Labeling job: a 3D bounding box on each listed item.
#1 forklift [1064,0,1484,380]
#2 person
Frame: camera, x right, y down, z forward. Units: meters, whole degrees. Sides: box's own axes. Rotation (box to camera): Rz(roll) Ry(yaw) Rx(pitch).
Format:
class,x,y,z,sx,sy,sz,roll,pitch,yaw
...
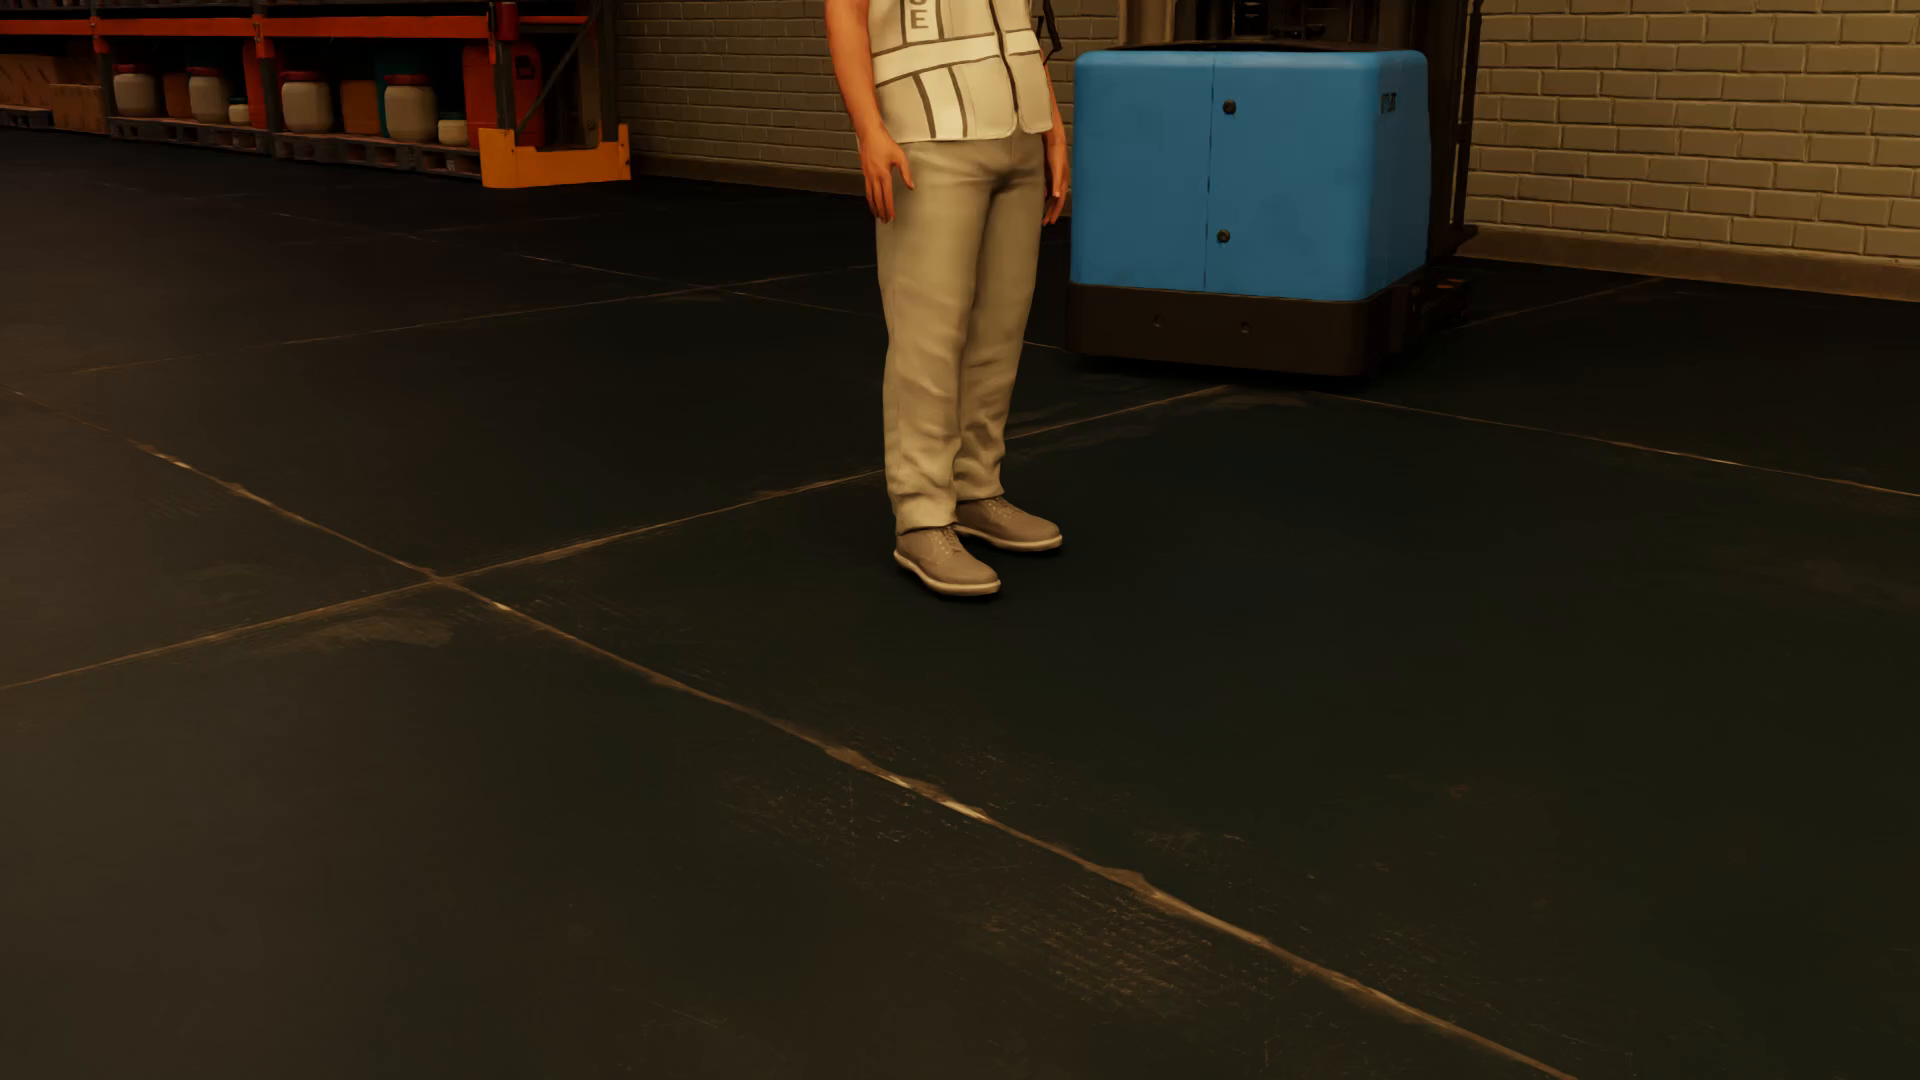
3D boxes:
class,x,y,z,sx,sy,sz,roll,pitch,yaw
forklift,1.468,-2.316,6.431,1.130,2.935,3.031,8,19,25
person,0.047,-0.840,3.570,0.575,1.781,0.640,16,23,42
